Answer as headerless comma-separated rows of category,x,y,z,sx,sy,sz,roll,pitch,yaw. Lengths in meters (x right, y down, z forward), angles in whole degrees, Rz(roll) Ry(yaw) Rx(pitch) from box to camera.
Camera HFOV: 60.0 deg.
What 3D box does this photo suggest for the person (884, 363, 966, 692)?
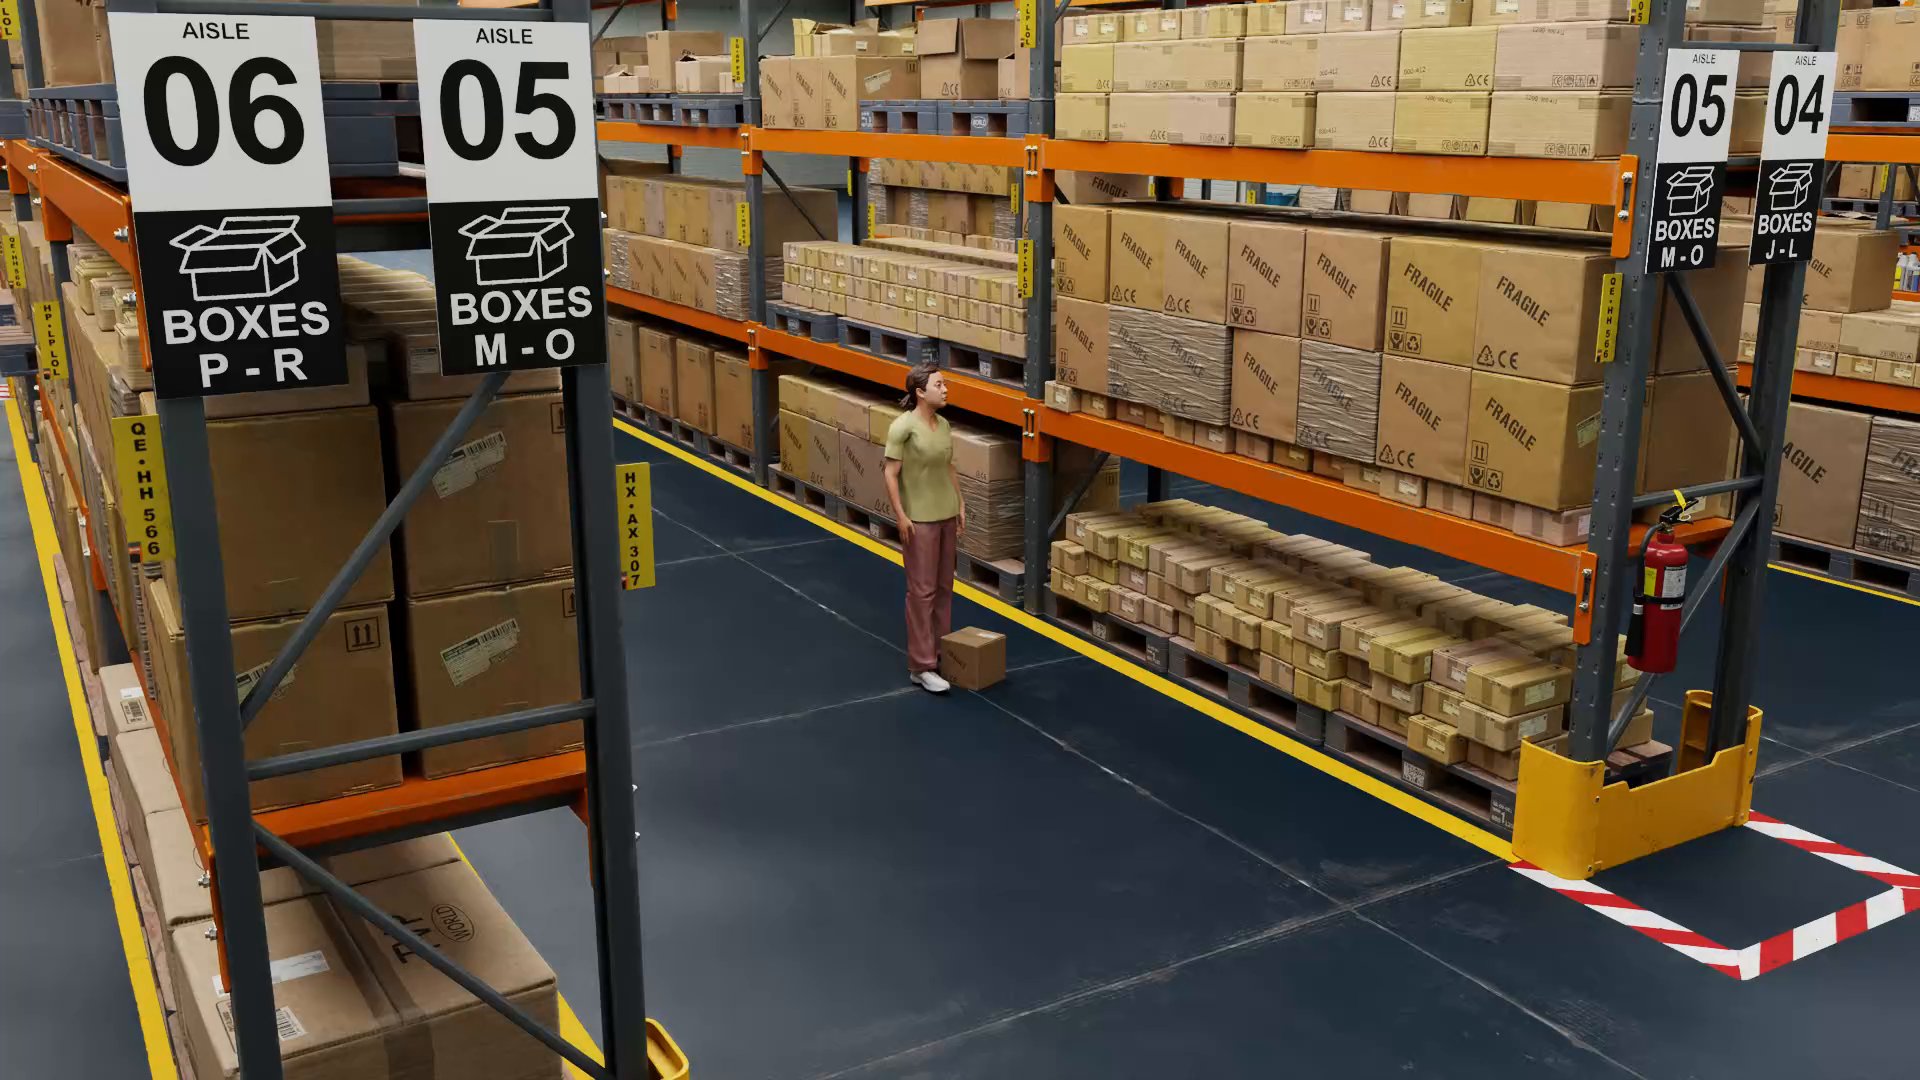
person,-0.115,-0.092,8.830,0.548,1.674,0.555,12,19,39
